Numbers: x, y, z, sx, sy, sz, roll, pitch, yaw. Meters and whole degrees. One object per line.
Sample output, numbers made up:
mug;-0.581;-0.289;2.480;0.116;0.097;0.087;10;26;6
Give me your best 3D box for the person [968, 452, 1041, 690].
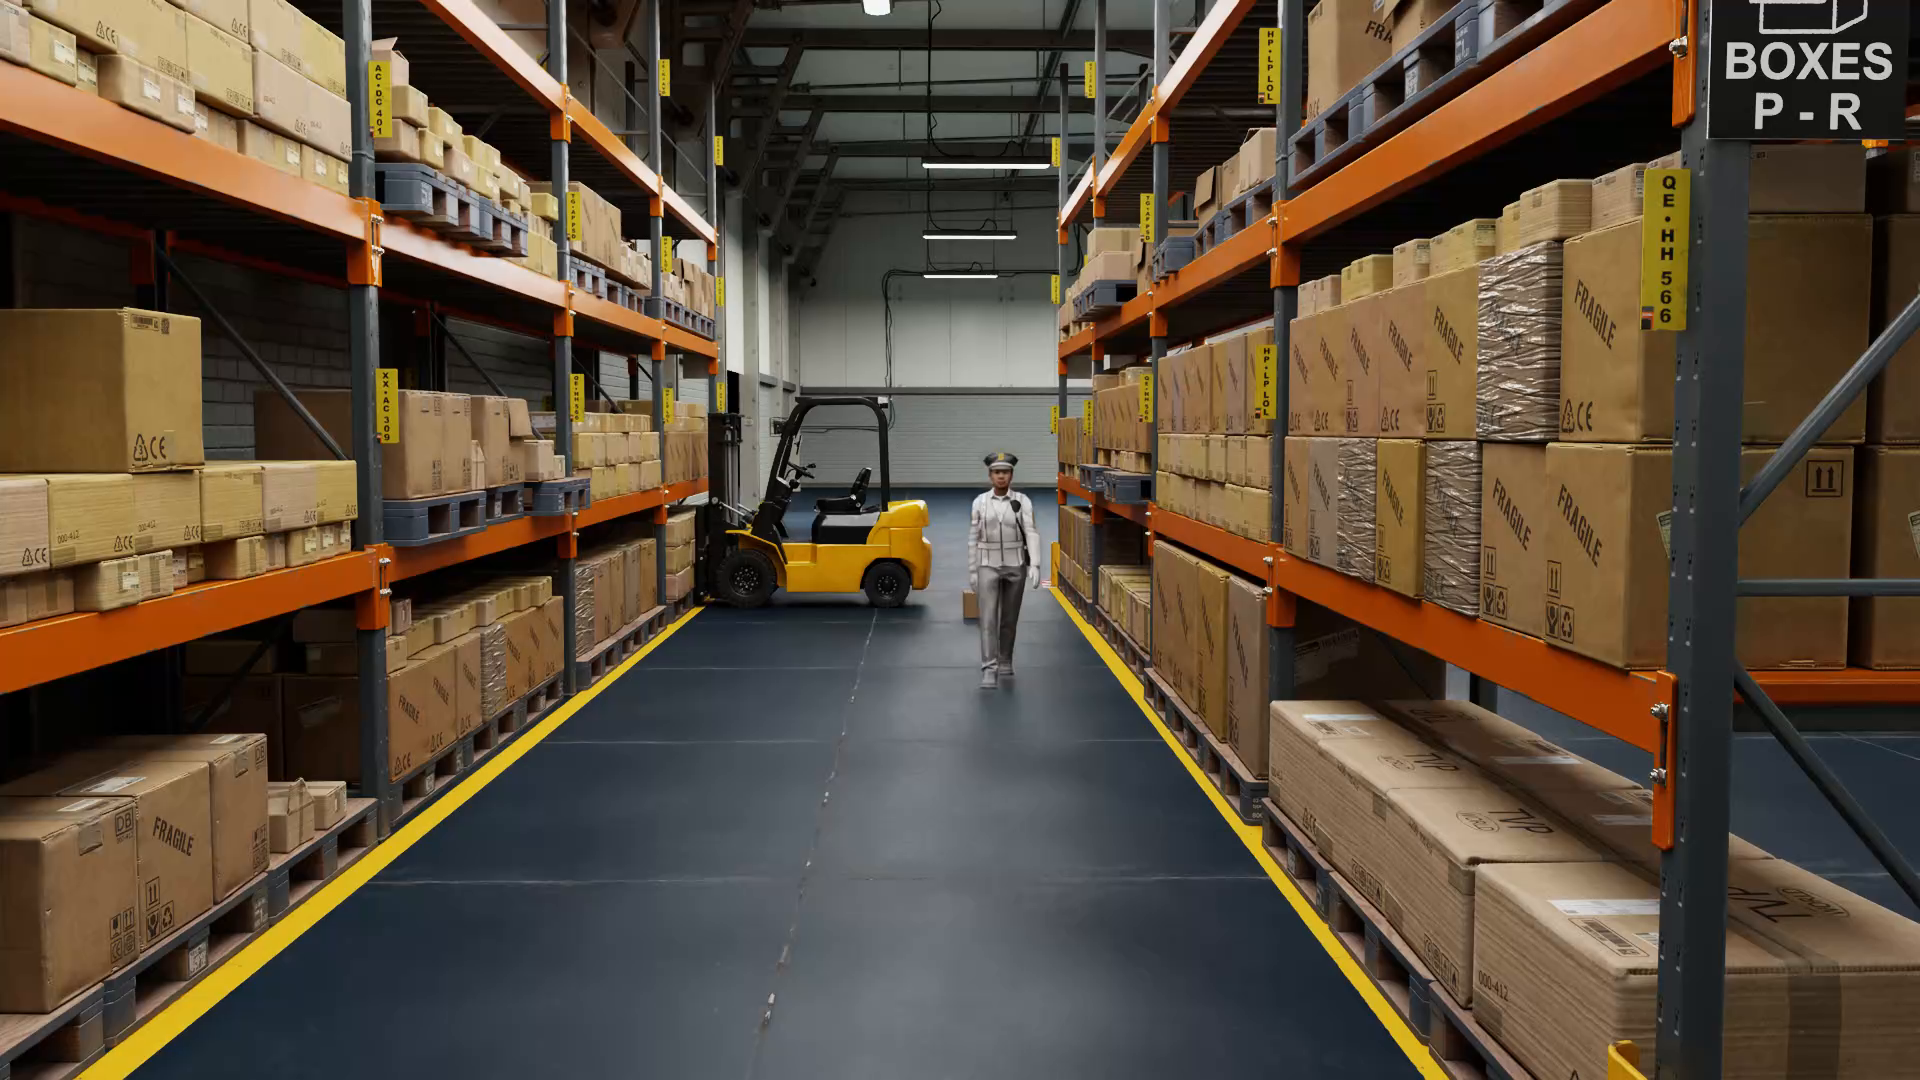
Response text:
person;0.318;0.193;11.731;0.505;1.630;0.978;0;4;-2
